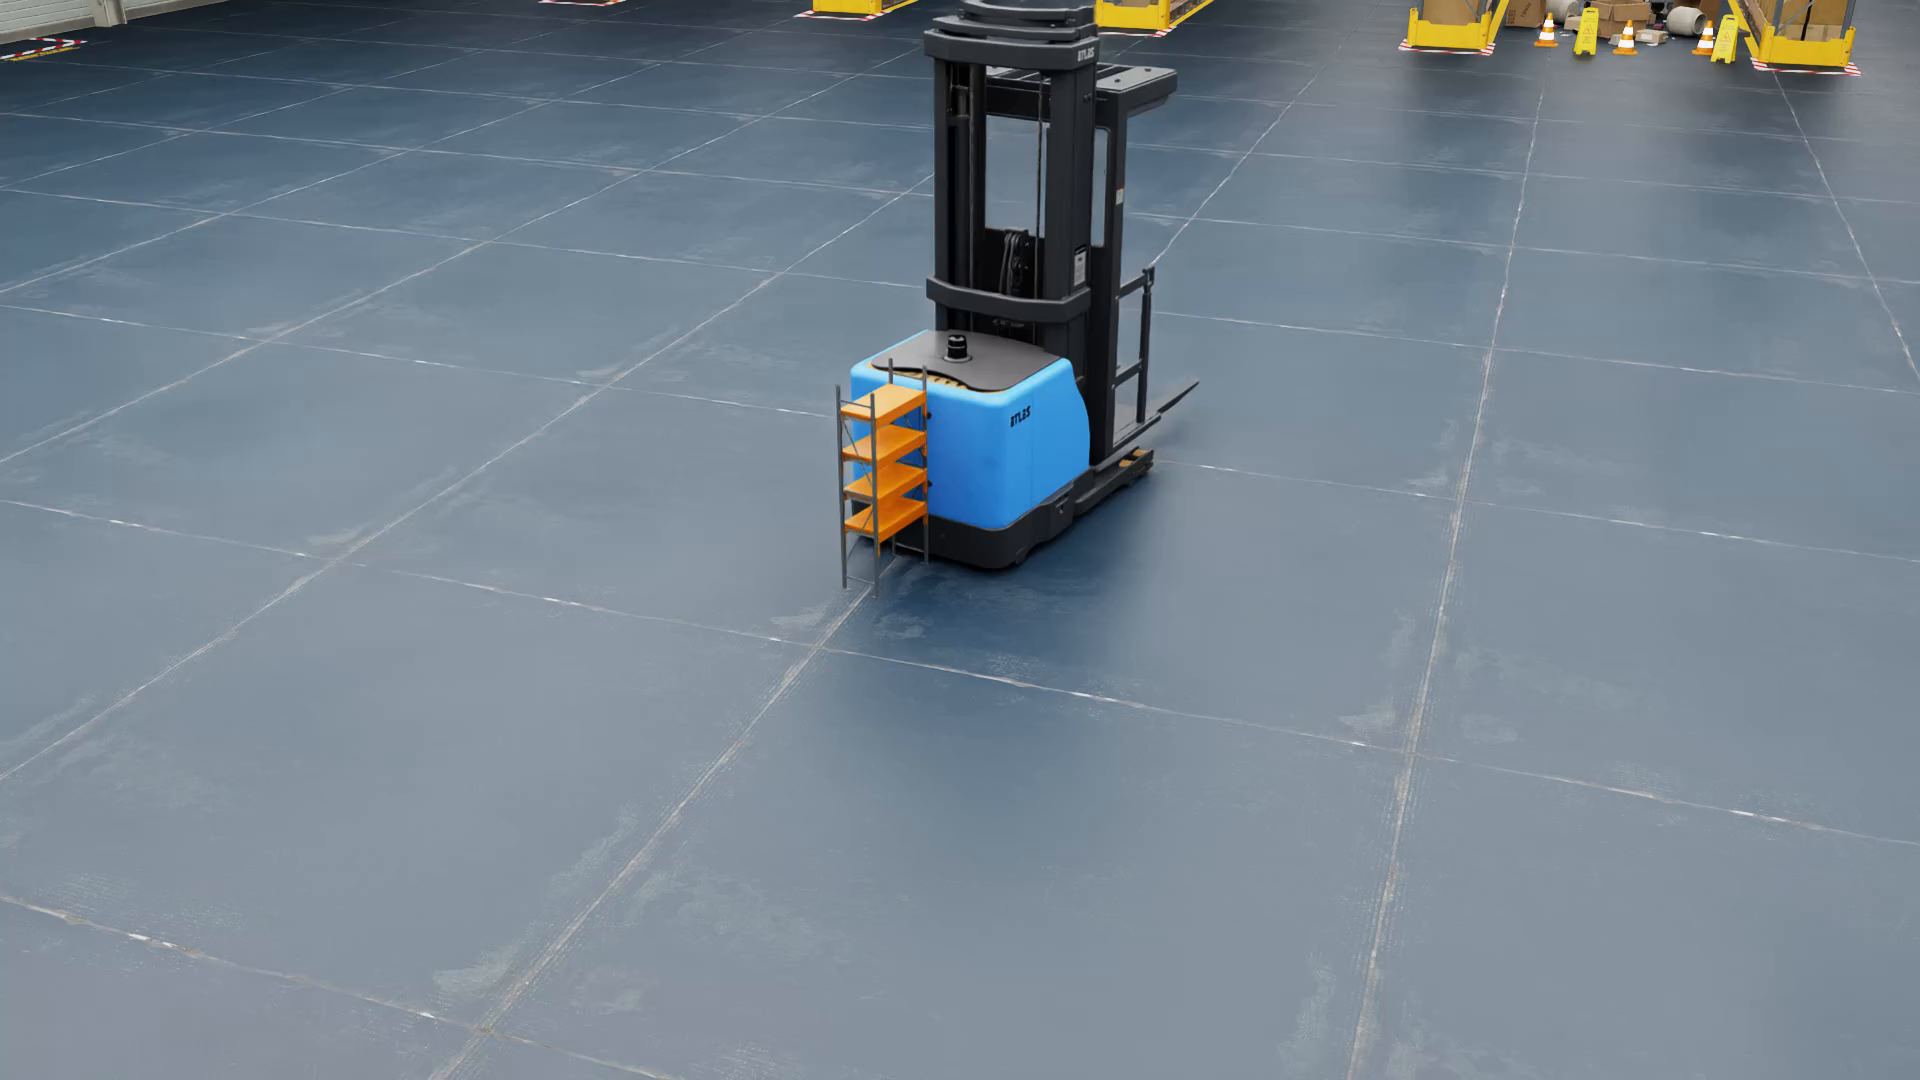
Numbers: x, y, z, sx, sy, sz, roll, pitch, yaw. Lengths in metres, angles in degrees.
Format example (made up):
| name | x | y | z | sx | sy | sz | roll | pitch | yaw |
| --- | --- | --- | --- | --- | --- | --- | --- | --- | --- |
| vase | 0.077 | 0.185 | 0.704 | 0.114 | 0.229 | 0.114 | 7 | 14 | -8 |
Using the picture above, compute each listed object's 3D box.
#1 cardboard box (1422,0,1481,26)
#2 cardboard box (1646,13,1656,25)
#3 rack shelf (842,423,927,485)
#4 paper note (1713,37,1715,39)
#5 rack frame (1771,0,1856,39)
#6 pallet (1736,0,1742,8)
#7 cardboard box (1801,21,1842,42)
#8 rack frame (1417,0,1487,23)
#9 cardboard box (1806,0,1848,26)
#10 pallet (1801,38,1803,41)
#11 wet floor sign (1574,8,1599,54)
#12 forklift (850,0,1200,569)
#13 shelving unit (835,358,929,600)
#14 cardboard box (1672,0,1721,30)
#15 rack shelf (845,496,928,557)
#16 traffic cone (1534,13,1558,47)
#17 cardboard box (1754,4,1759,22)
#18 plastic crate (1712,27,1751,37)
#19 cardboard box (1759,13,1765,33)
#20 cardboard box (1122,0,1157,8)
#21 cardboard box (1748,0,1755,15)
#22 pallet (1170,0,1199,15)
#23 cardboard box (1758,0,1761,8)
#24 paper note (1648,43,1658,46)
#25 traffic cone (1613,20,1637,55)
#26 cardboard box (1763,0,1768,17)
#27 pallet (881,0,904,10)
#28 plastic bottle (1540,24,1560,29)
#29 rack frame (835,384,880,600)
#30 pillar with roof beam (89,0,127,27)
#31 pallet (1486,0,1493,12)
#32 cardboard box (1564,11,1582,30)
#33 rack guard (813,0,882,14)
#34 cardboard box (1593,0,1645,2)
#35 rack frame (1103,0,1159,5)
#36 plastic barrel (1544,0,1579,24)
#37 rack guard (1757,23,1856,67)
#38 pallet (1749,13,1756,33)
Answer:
| name | x | y | z | sx | sy | sz | roll | pitch | yaw |
| --- | --- | --- | --- | --- | --- | --- | --- | --- | --- |
| cardboard box | 7.570 | -8.399 | 25.612 | 0.875 | 0.875 | 0.875 | 9 | 27 | 18 |
| cardboard box | 11.144 | -8.592 | 27.190 | 0.258 | 0.266 | 0.396 | -9 | 27 | -18 |
| rack shelf | -0.414 | -0.473 | 8.990 | 0.258 | 0.148 | 0.480 | 15 | 30 | 29 |
| paper note | 11.674 | -7.815 | 25.856 | 0.142 | 0.019 | 0.148 | 0 | 26 | -1 |
| rack frame | 12.108 | -8.202 | 23.248 | 1.000 | 3.000 | 0.127 | 9 | 27 | 17 |
| pallet | 14.101 | -9.414 | 28.951 | 1.003 | 0.211 | 1.213 | 9 | 27 | 17 |
| cardboard box | 12.637 | -7.445 | 24.357 | 0.500 | 0.250 | 0.500 | 9 | 27 | 17 |
| rack frame | 7.407 | -8.878 | 24.645 | 1.000 | 3.000 | 0.127 | 9 | 27 | 17 |
| cardboard box | 12.645 | -7.792 | 24.214 | 0.500 | 0.500 | 0.500 | 8 | 27 | 16 |
| pallet | 12.437 | -7.307 | 24.599 | 1.003 | 0.211 | 1.213 | 9 | 27 | 17 |
| wet floor sign | 9.264 | -7.520 | 24.540 | 0.267 | 0.644 | 0.232 | 4 | 26 | 8 |
| forklift | 0.578 | -1.756 | 10.012 | 1.130 | 2.935 | 3.031 | 15 | 30 | 29 |
| shelving unit | -0.414 | -0.332 | 9.058 | 0.258 | 1.200 | 0.503 | 15 | 30 | 29 |
| cardboard box | 11.799 | -8.479 | 26.685 | 0.500 | 0.500 | 0.500 | -14 | 29 | -27 |
| rack shelf | -0.414 | -0.093 | 9.174 | 0.258 | 0.148 | 0.480 | 15 | 30 | 29 |
| traffic cone | 8.922 | -7.749 | 25.223 | 0.336 | 0.463 | 0.334 | 9 | 27 | 17 |
| cardboard box | 12.647 | -8.154 | 25.823 | 0.500 | 0.250 | 0.500 | 8 | 27 | 17 |
| plastic crate | 12.143 | -8.005 | 26.192 | 0.402 | 0.080 | 0.583 | 0 | 26 | -1 |
| cardboard box | 12.303 | -7.736 | 24.959 | 0.500 | 0.250 | 0.500 | 9 | 27 | 18 |
| cardboard box | 2.987 | -8.957 | 27.194 | 0.500 | 0.500 | 0.500 | 14 | 29 | 27 |
| cardboard box | 12.988 | -8.594 | 26.731 | 0.500 | 0.250 | 0.500 | 7 | 27 | 15 |
| pallet | 3.500 | -9.244 | 28.599 | 1.003 | 0.211 | 1.213 | 9 | 27 | 17 |
| cardboard box | 12.647 | -8.497 | 25.670 | 0.500 | 0.500 | 0.500 | 10 | 28 | 20 |
| paper note | 10.546 | -7.543 | 25.293 | 0.148 | 0.019 | 0.142 | 0 | 26 | -1 |
| traffic cone | 9.875 | -7.445 | 24.596 | 0.336 | 0.463 | 0.334 | 9 | 27 | 17 |
| cardboard box | 12.299 | -8.073 | 24.794 | 0.500 | 0.500 | 0.500 | 10 | 28 | 19 |
| pallet | -1.651 | -9.473 | 29.074 | 1.003 | 0.211 | 1.213 | 9 | 27 | 17 |
| plastic bottle | 9.481 | -8.253 | 26.726 | 0.283 | 0.061 | 0.133 | 0 | 26 | -1 |
| rack frame | -0.543 | -0.242 | 8.872 | 0.240 | 1.200 | 0.015 | 15 | 30 | 29 |
| pillar with roof beam | -9.770 | -11.817 | 23.831 | 9.100 | 9.000 | 0.400 | 9 | 27 | 17 |
| pallet | 8.411 | -8.966 | 28.025 | 1.003 | 0.211 | 1.213 | 9 | 27 | 17 |
| cardboard box | 9.902 | -8.318 | 26.625 | 0.396 | 0.266 | 0.258 | 14 | 29 | 26 |
| rack guard | -1.927 | -9.270 | 28.323 | 1.175 | 0.500 | 0.348 | 9 | 27 | 17 |
| cardboard box | 10.609 | -8.614 | 26.808 | 0.797 | 0.637 | 0.503 | 9 | 27 | 17 |
| rack frame | 2.763 | -9.639 | 26.216 | 1.000 | 3.000 | 0.127 | 9 | 27 | 17 |
| plastic barrel | 9.807 | -8.674 | 27.179 | 0.421 | 0.421 | 0.512 | -14 | 29 | -27 |
| rack guard | 12.133 | -7.108 | 23.857 | 1.175 | 0.500 | 0.348 | 9 | 27 | 17 |
| pallet | 13.249 | -8.310 | 26.670 | 1.003 | 0.211 | 1.213 | 9 | 27 | 17 |
